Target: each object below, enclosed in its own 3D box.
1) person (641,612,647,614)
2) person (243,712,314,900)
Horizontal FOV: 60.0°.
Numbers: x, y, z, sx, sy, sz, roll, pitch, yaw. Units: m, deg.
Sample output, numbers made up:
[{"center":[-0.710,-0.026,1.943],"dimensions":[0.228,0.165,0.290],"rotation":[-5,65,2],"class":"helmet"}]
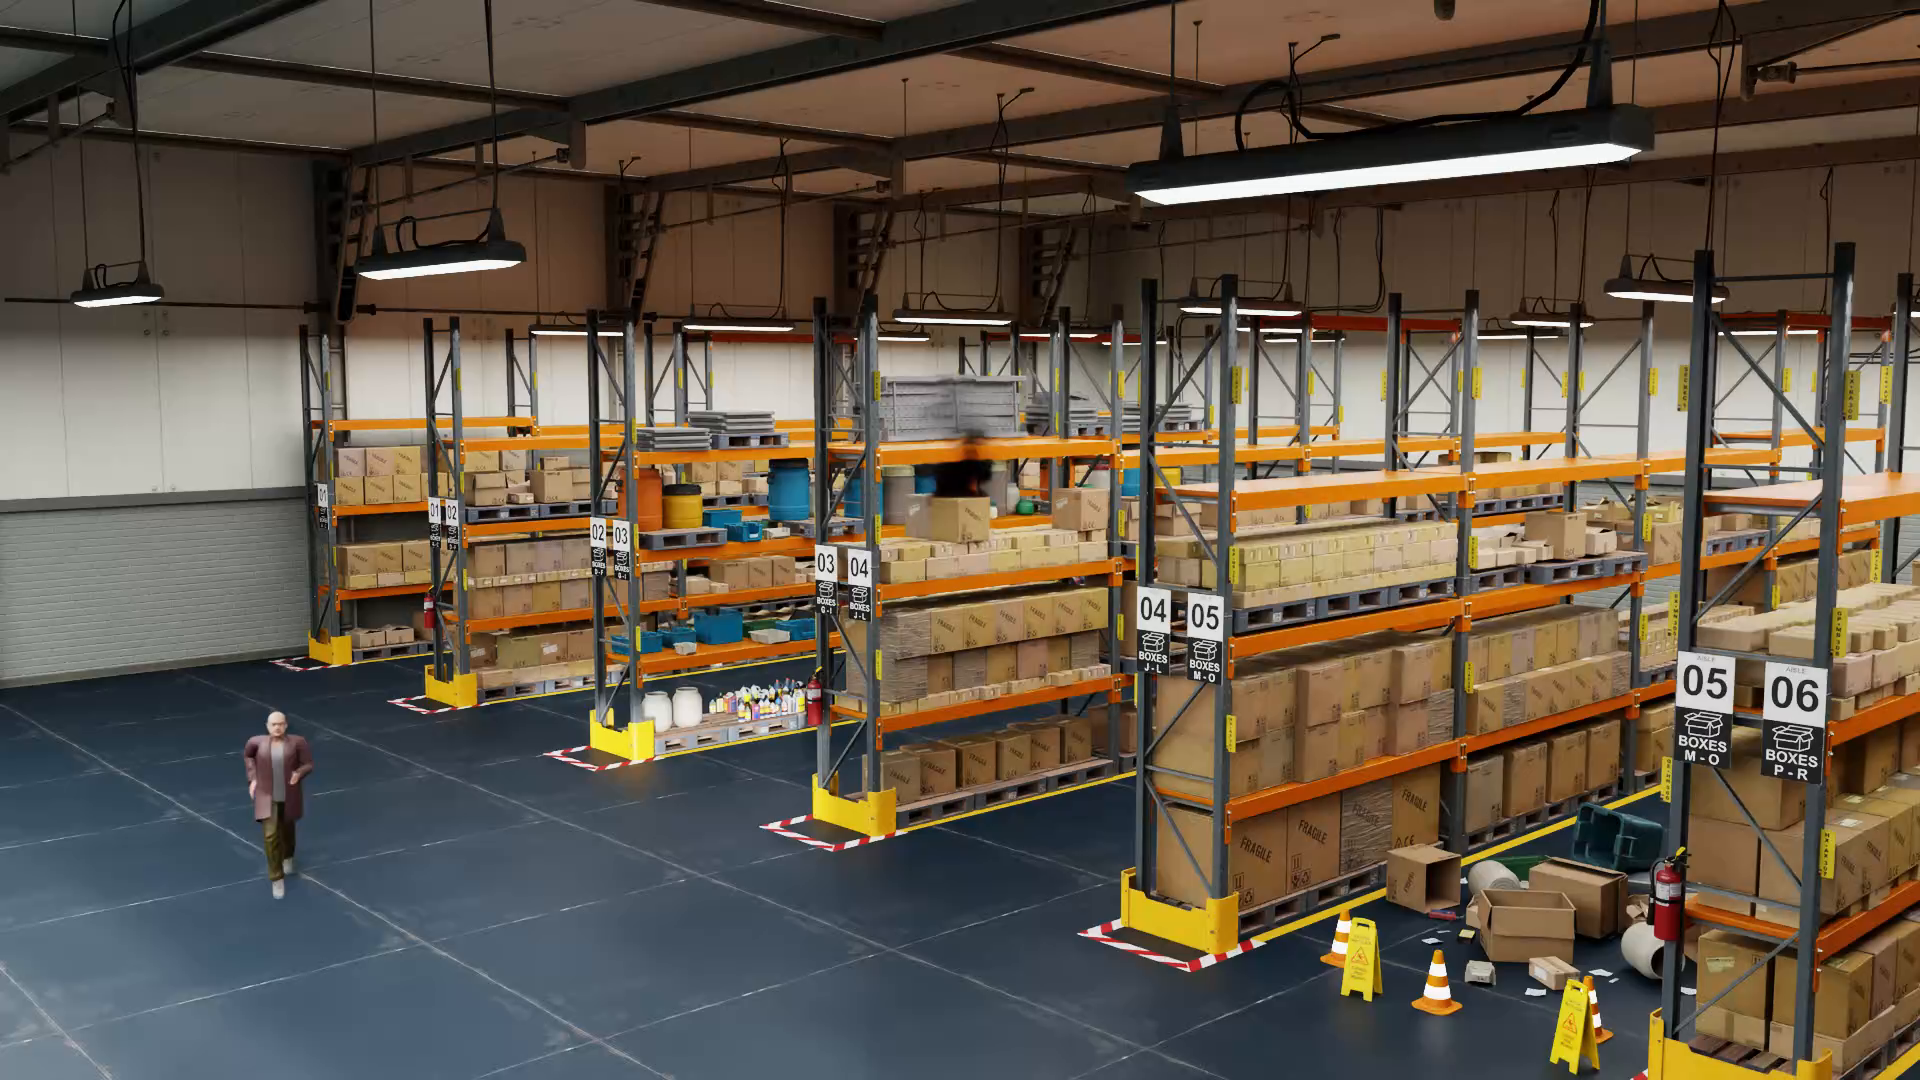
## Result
[{"center":[-5.943,1.289,30.374],"dimensions":[0.581,1.622,0.536],"rotation":[5,8,40],"class":"person"},{"center":[-6.836,2.596,16.721],"dimensions":[0.649,1.804,1.026],"rotation":[-3,6,-25],"class":"person"}]
